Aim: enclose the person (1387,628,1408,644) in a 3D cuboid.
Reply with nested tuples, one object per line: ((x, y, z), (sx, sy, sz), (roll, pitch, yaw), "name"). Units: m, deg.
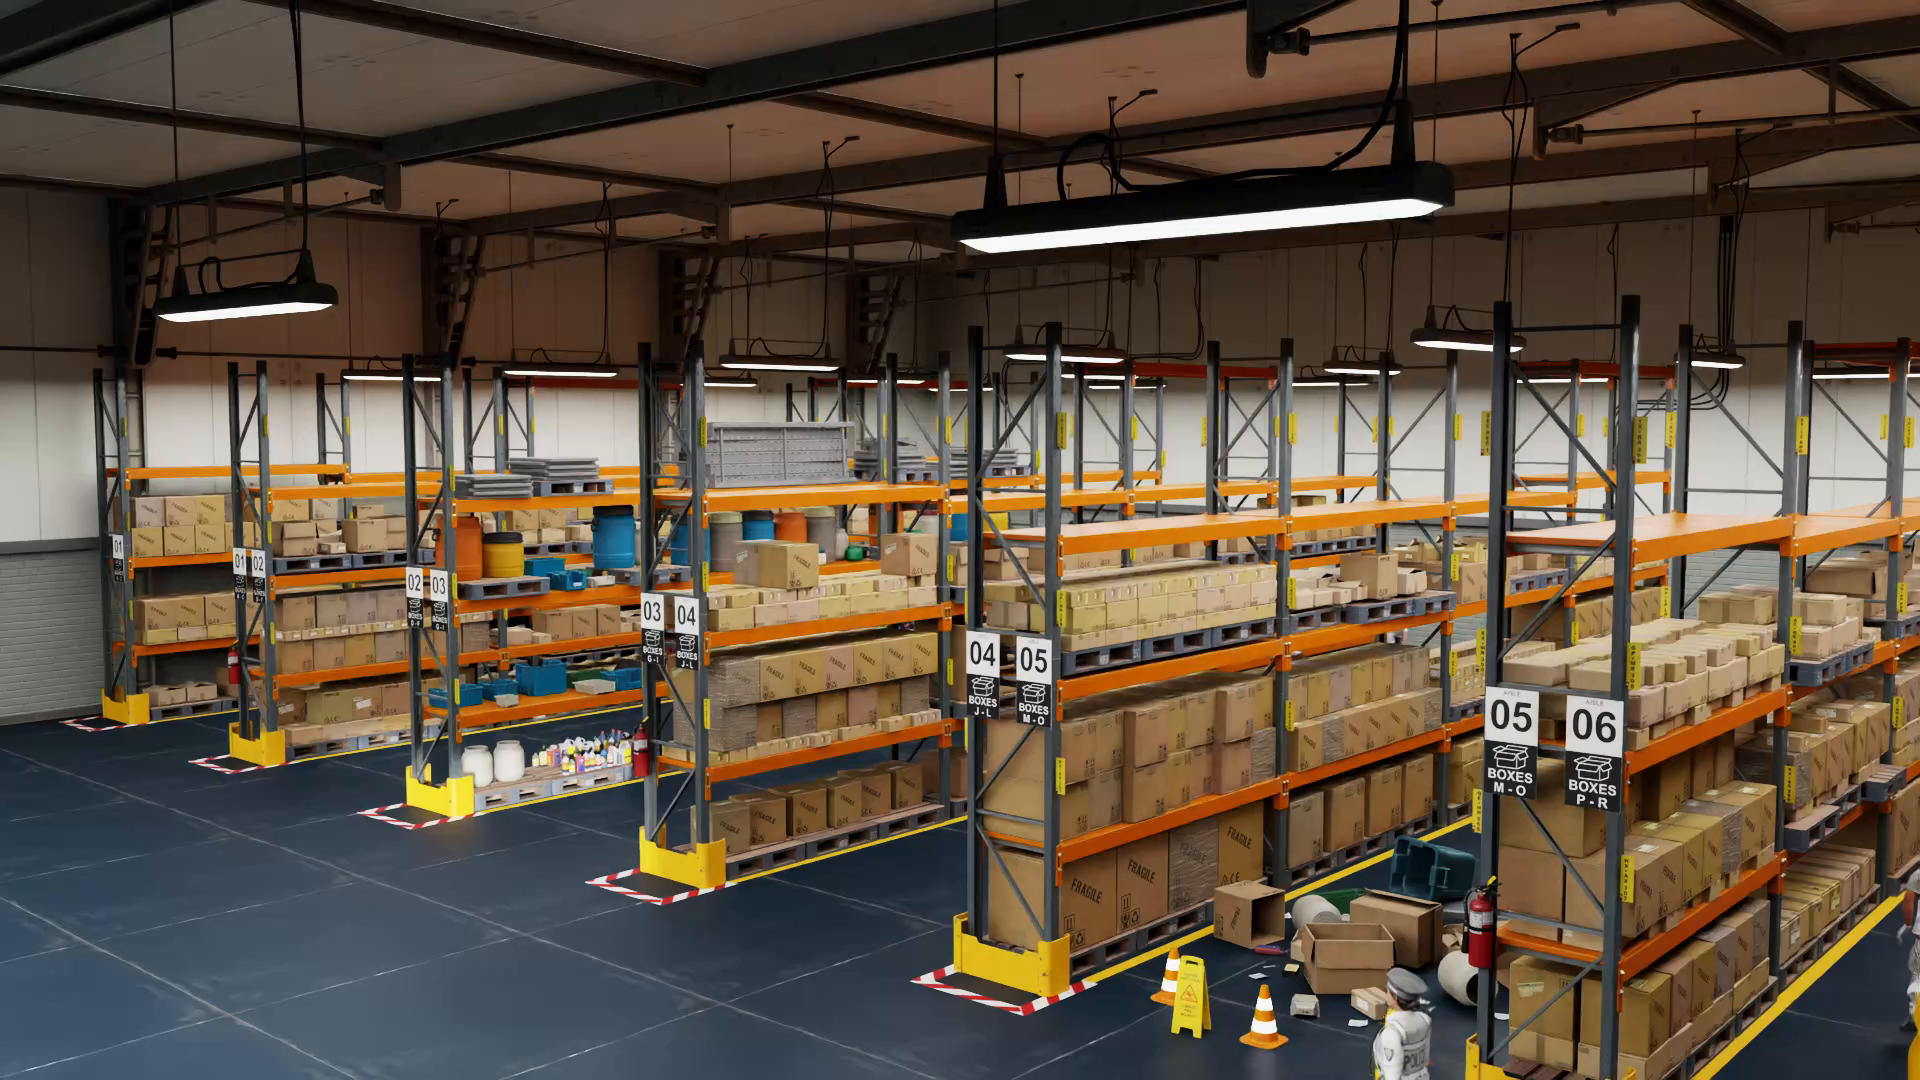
((8.796, 1.930, 33.516), (0.398, 1.503, 1.014), (0, 4, 0), "person")

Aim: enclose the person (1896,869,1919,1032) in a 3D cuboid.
((8.146, 3.318, 13.817), (0.629, 1.676, 0.789), (4, 6, 42), "person")

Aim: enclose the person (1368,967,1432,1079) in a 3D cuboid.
((2.849, 3.554, 10.561), (0.970, 1.641, 0.486), (4, 6, 42), "person")

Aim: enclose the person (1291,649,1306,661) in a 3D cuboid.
((5.167, 2.446, 25.636), (0.986, 1.623, 0.467), (-3, 5, -39), "person")
